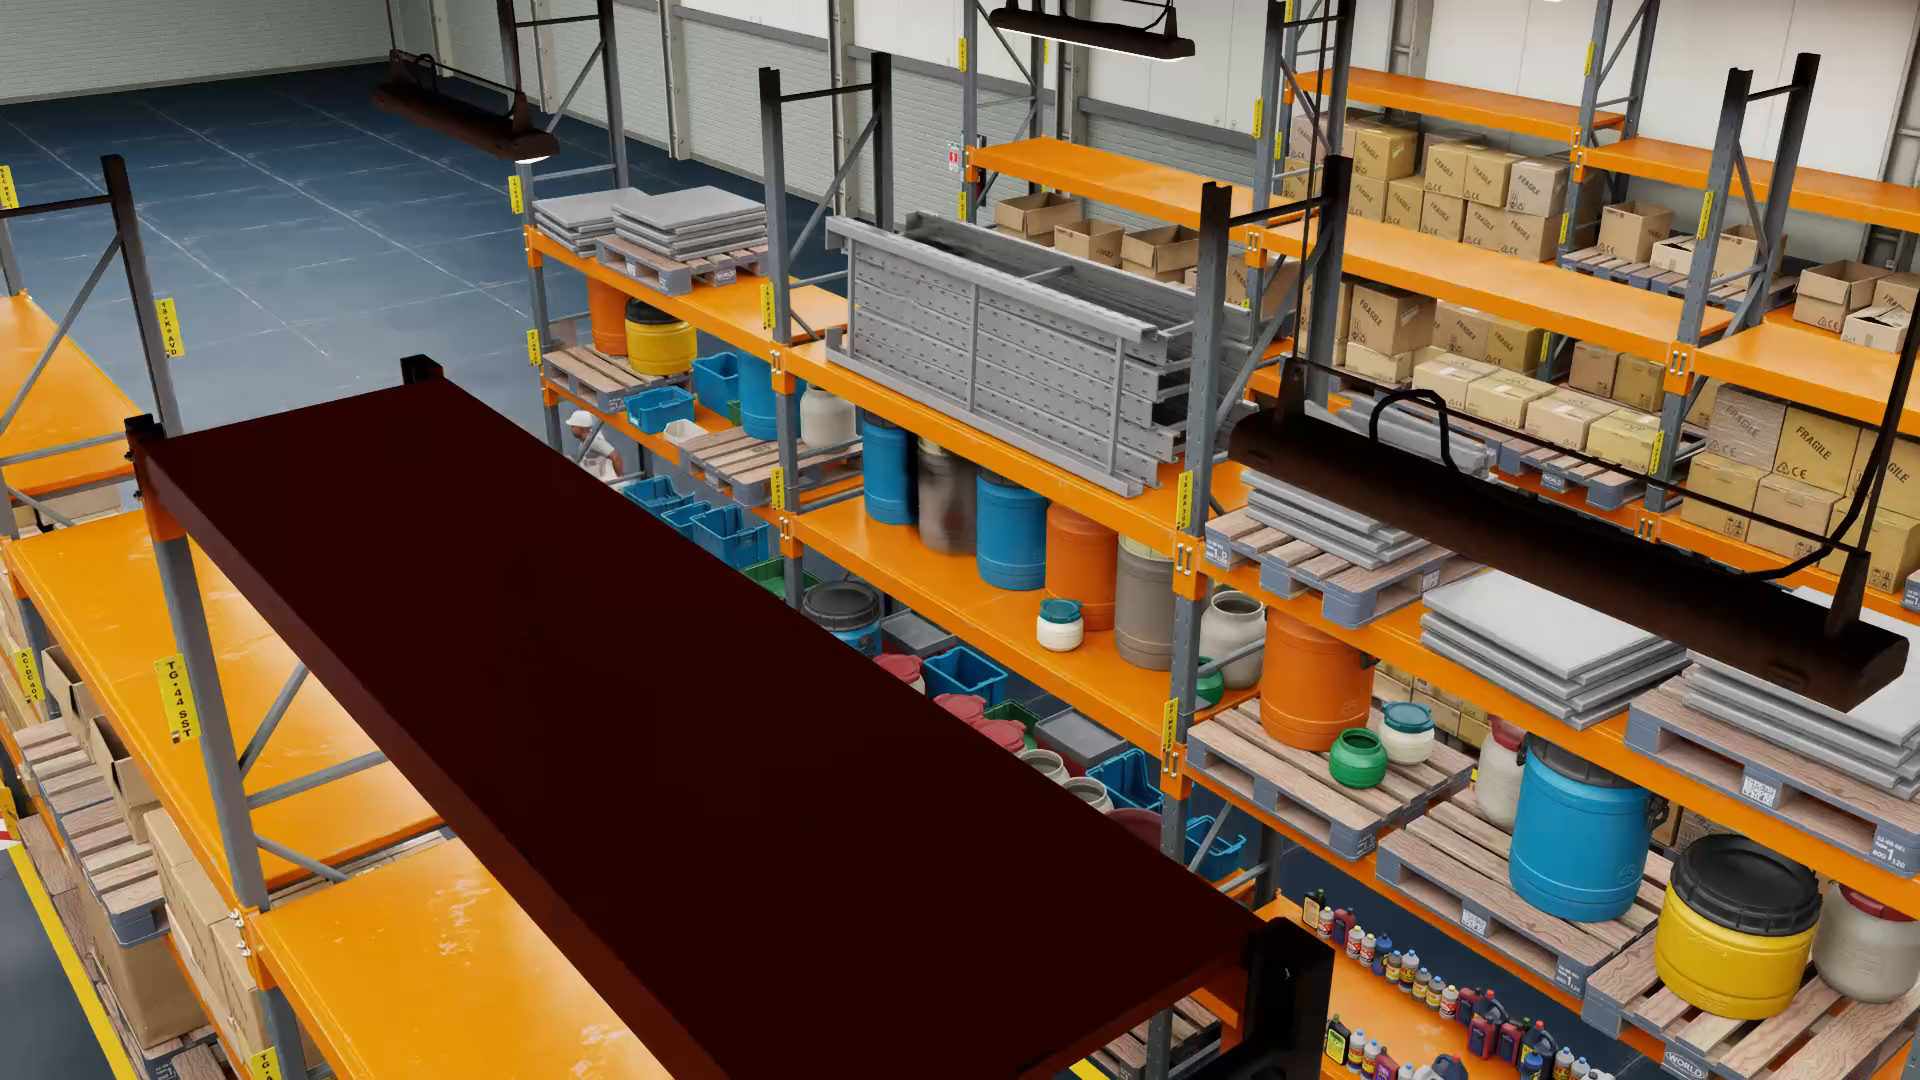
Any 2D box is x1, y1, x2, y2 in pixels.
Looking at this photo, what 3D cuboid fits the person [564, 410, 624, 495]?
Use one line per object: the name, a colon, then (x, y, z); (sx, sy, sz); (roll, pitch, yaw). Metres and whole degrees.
person: (-3.690, -0.515, 17.326); (0.991, 1.785, 0.602); (-1, 26, -3)
